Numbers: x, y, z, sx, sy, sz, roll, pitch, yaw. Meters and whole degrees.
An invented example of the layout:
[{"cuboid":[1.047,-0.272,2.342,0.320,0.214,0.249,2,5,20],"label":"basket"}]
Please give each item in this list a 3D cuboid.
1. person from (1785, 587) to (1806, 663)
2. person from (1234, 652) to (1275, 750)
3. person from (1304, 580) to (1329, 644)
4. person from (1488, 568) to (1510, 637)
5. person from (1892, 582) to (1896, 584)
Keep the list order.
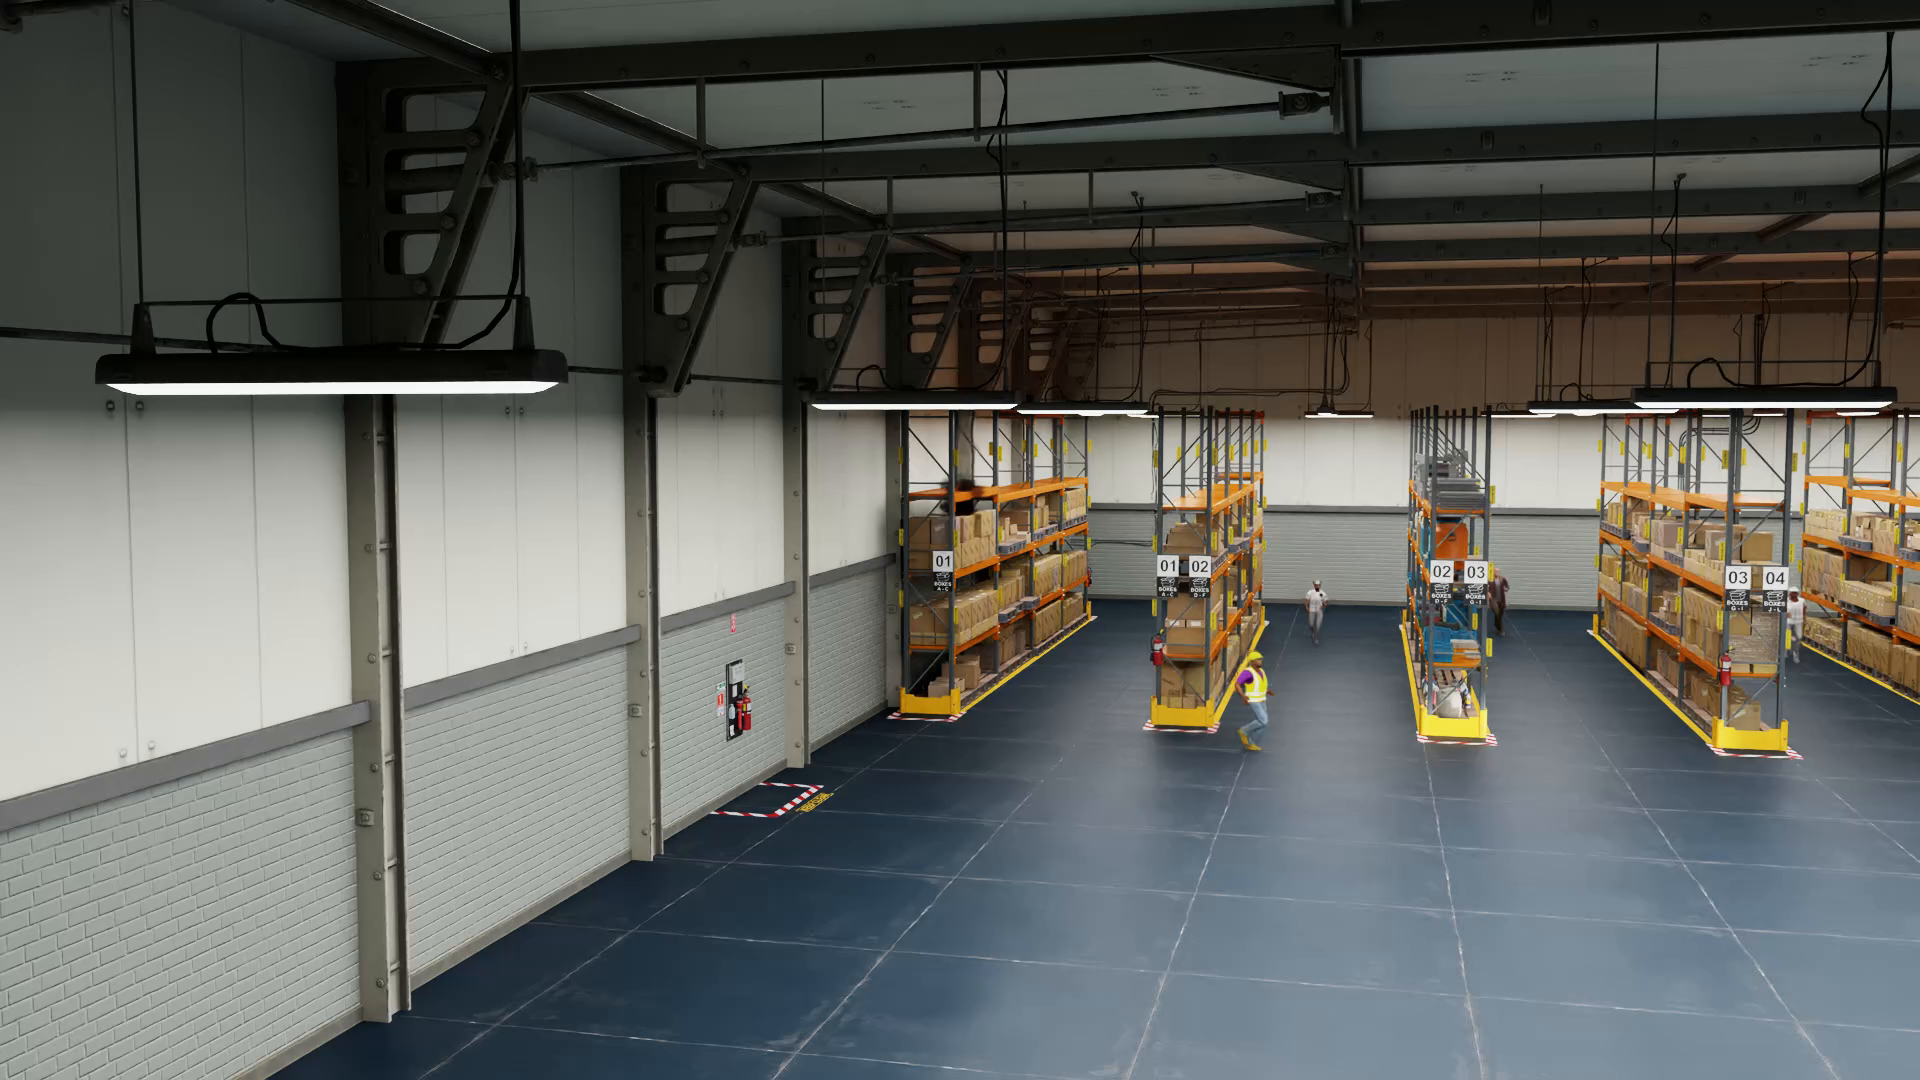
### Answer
[{"cuboid":[19.846,2.003,39.653,0.649,1.810,0.850,1,4,17],"label":"person"},{"cuboid":[5.147,2.796,28.825,0.569,1.720,0.694,4,6,42],"label":"person"},{"cuboid":[9.147,1.838,42.679,0.625,1.663,0.533,1,4,15],"label":"person"},{"cuboid":[14.368,1.637,44.572,0.715,1.808,0.966,0,4,-3],"label":"person"},{"cuboid":[24.713,1.640,44.319,0.908,1.770,0.668,0,4,1],"label":"person"}]
